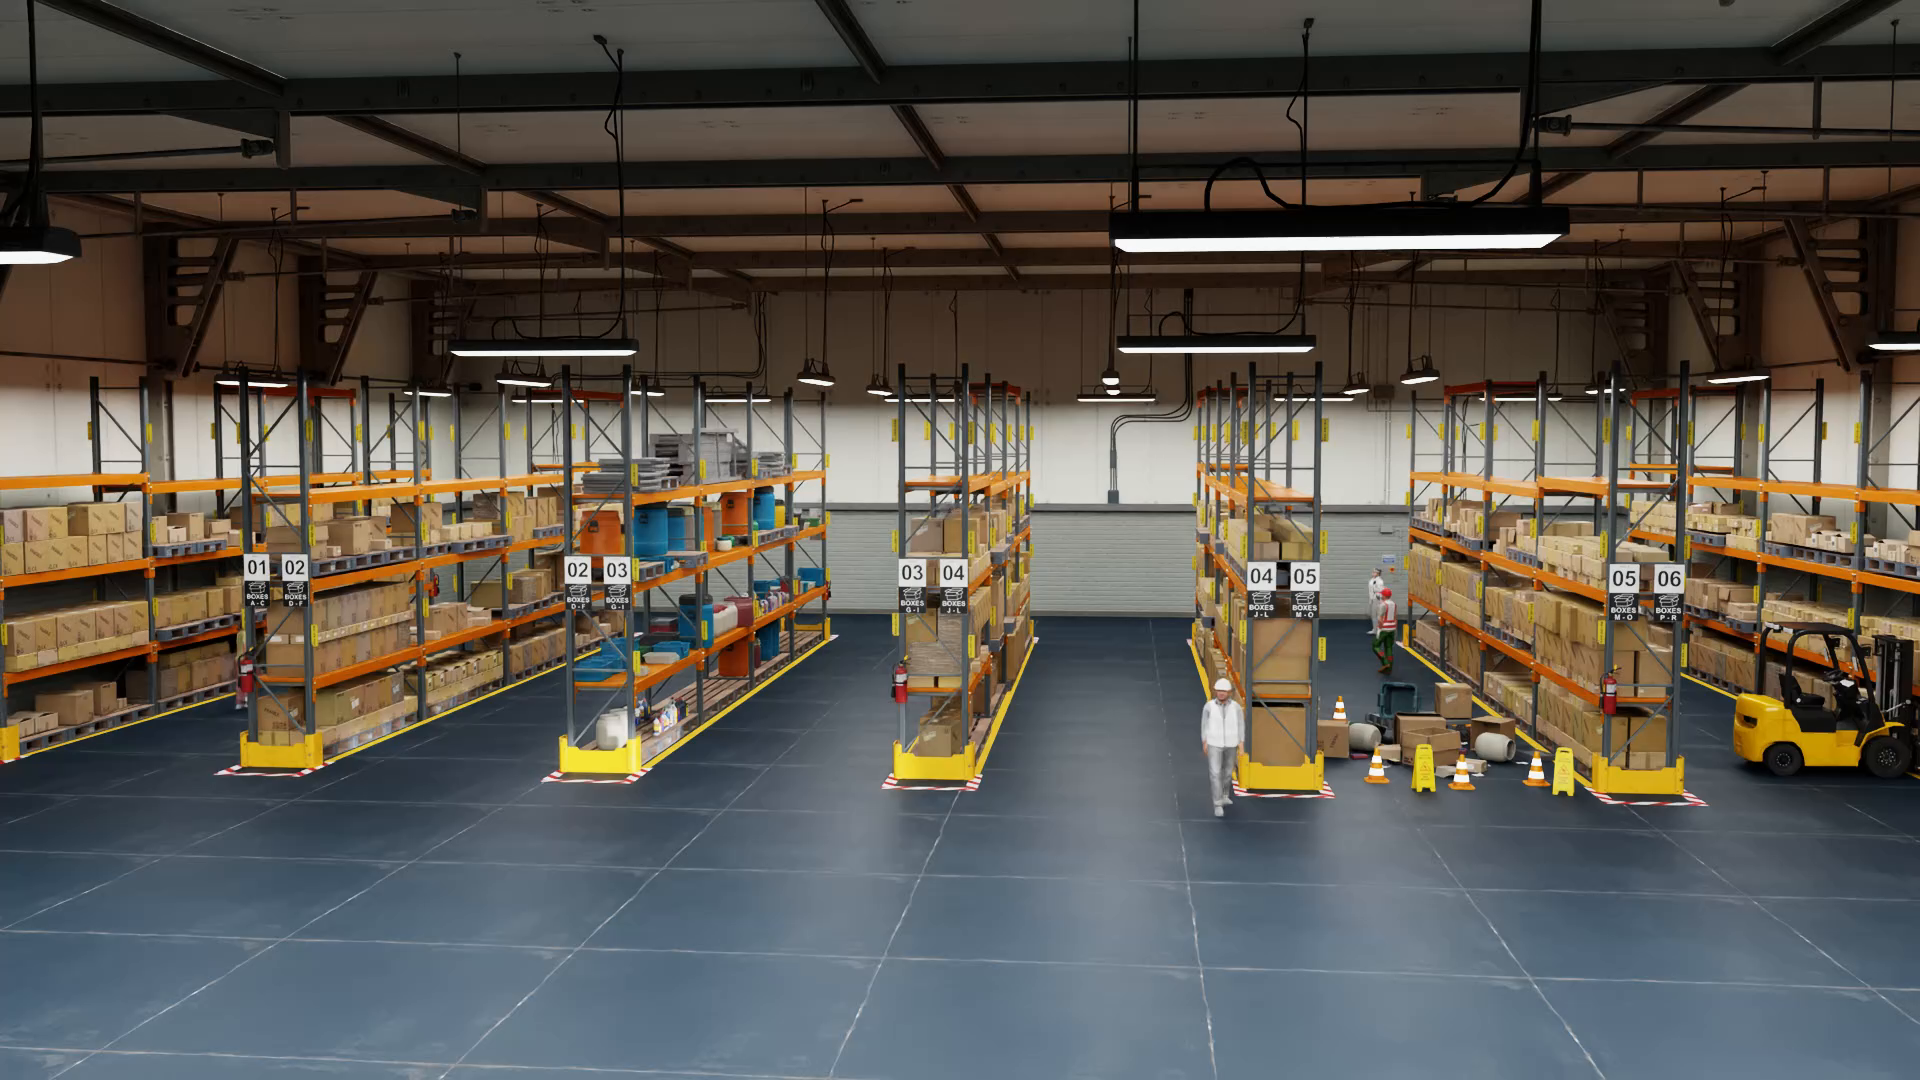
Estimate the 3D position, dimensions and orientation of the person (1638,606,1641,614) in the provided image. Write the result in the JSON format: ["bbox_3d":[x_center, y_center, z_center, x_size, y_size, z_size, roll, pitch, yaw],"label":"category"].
[{"bbox_3d":[13.641,1.926,33.845,0.571,1.761,0.493,-1,4,-21],"label":"person"}]

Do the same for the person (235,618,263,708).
[{"bbox_3d":[-13.011,2.220,30.260,0.478,1.656,0.516,1,4,20],"label":"person"}]

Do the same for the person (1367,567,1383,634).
[{"bbox_3d":[10.387,1.496,41.351,0.559,1.676,0.480,-1,4,-10],"label":"person"}]

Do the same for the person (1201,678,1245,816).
[{"bbox_3d":[3.489,2.706,21.986,0.559,1.746,0.888,0,4,0],"label":"person"}]

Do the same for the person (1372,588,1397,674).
[{"bbox_3d":[8.878,1.892,34.556,0.603,1.791,0.472,-3,4,-34],"label":"person"}]
